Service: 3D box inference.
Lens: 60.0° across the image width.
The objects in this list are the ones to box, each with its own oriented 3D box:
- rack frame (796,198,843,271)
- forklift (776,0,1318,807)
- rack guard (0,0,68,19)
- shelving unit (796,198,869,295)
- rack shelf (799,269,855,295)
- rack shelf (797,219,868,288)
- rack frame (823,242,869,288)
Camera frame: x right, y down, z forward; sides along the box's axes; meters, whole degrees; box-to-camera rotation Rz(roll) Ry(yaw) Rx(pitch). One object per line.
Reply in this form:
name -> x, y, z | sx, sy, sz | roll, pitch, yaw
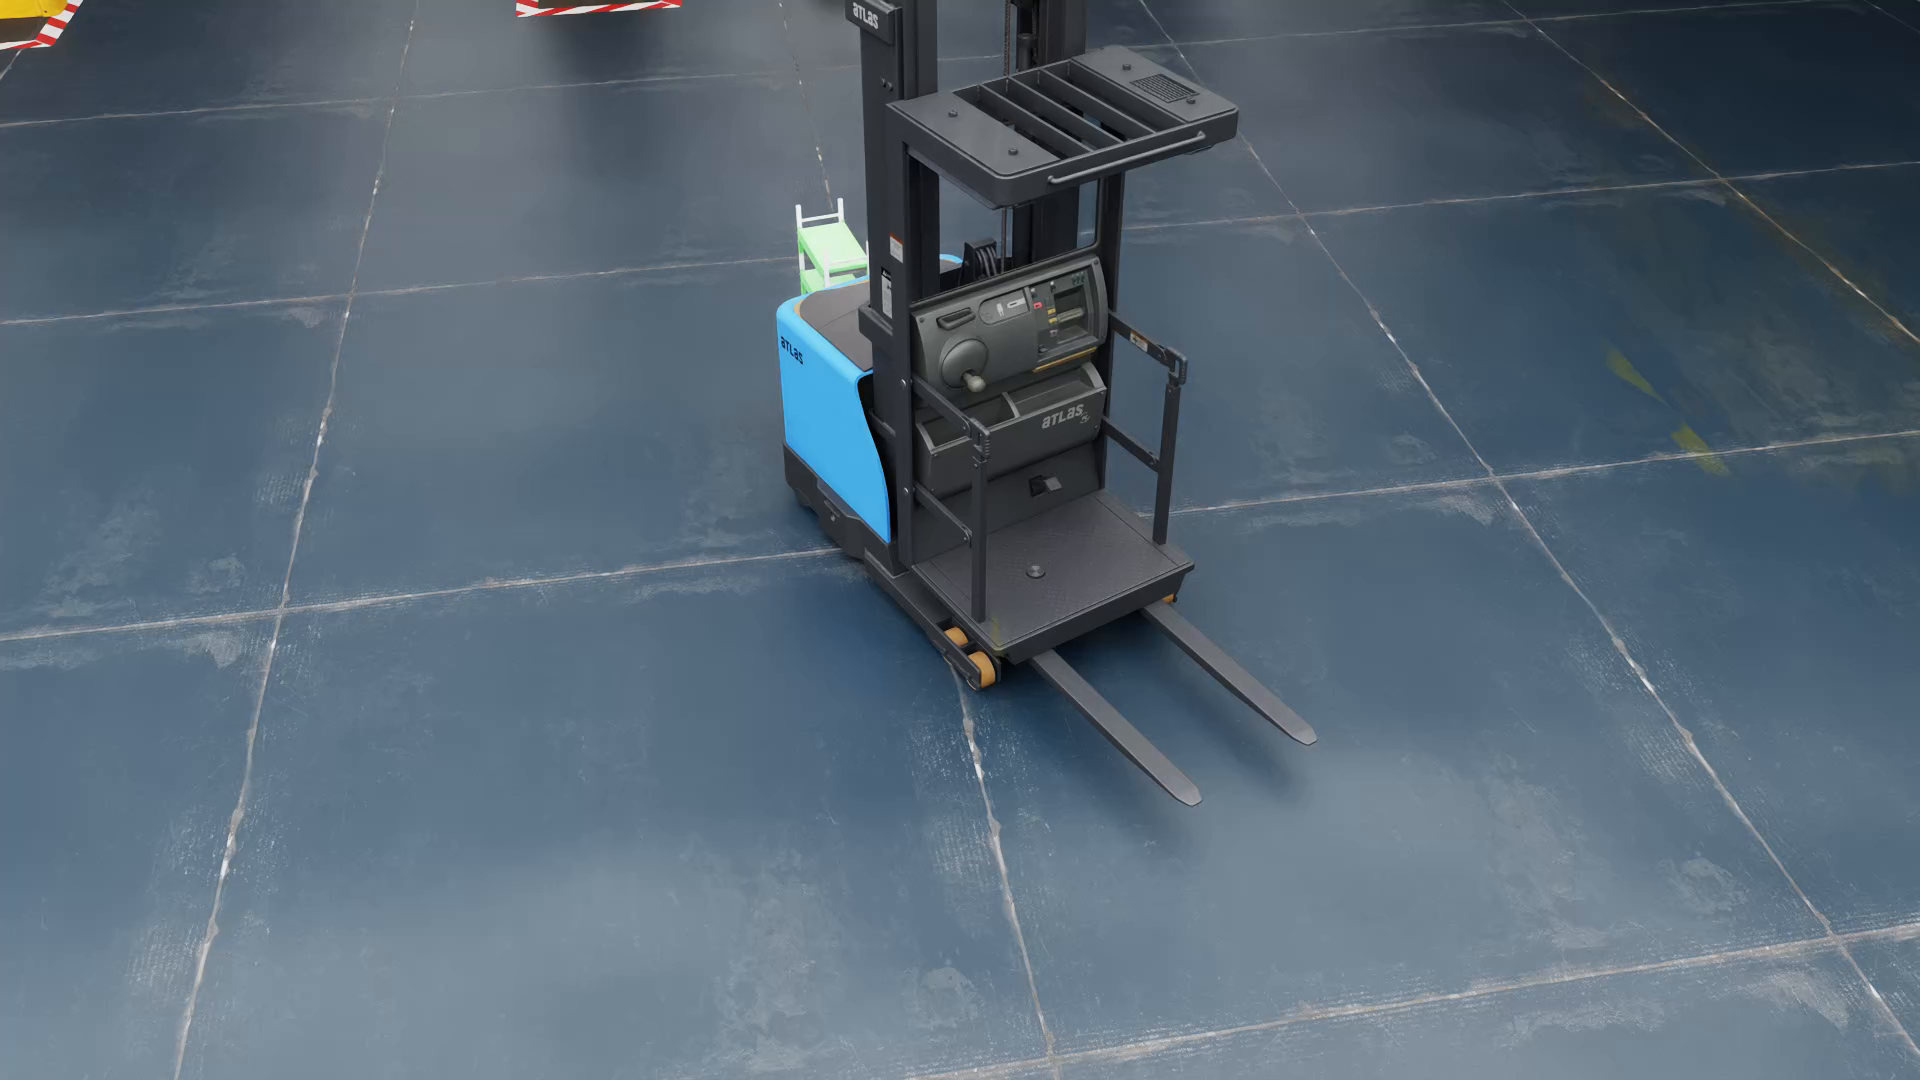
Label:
rack frame -> -0.709, -1.227, 8.752 | 0.240, 1.200, 0.015 | -12, 40, -15
forklift -> 0.345, -0.835, 6.836 | 1.130, 2.935, 3.031 | -22, 43, -26
rack guard -> -8.032, -4.561, 13.613 | 1.175, 0.500, 0.348 | -6, 38, -8
shelving unit -> -0.627, -1.086, 8.570 | 0.258, 1.200, 0.503 | -12, 40, -15
rack shelf -> -0.627, -1.226, 8.462 | 0.258, 0.148, 0.480 | -12, 40, -15
rack shelf -> -0.627, -1.415, 8.315 | 0.258, 0.148, 0.480 | -12, 40, -15
rack frame -> -0.545, -0.946, 8.389 | 0.240, 1.200, 0.015 | -12, 40, -15
